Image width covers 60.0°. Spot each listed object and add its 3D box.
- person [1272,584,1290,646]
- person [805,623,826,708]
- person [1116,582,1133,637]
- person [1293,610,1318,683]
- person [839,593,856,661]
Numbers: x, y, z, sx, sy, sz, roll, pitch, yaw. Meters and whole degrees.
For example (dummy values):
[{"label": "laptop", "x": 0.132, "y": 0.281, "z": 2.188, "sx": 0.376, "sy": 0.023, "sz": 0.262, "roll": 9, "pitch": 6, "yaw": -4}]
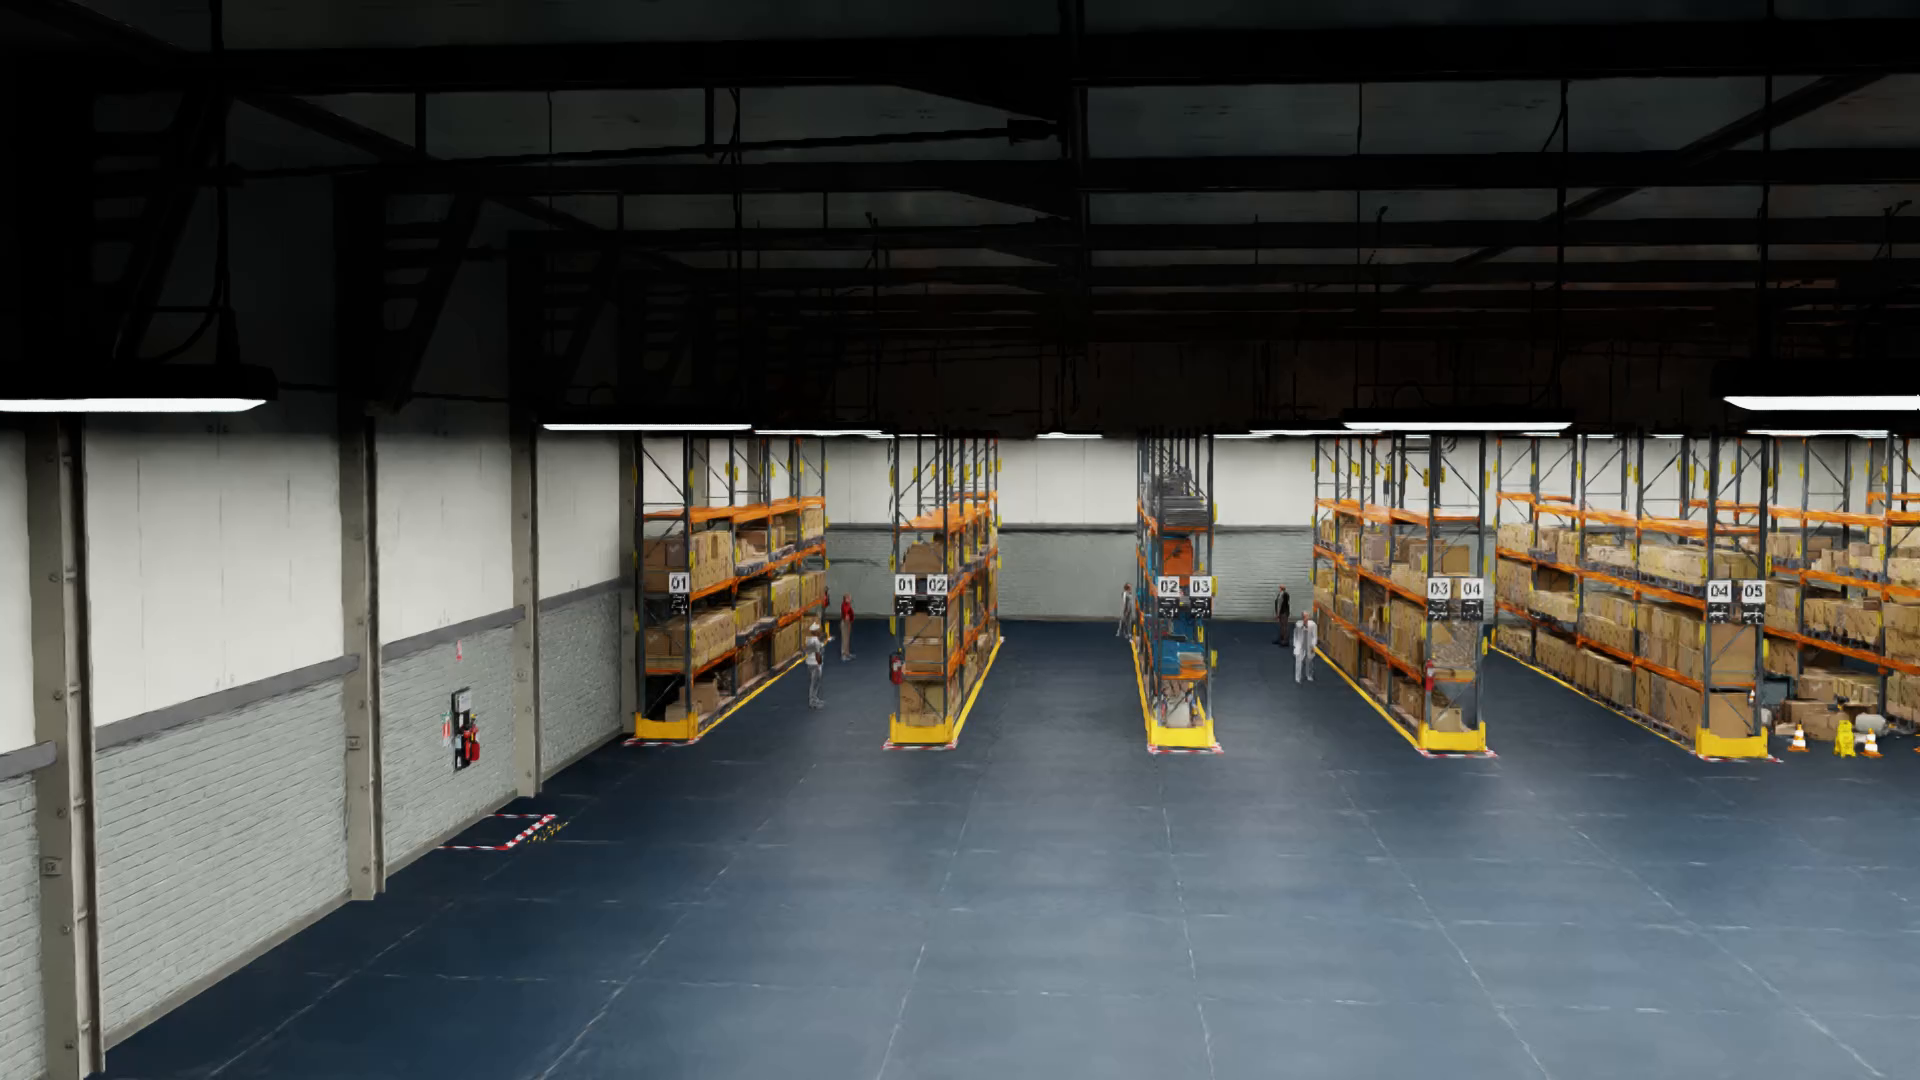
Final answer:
[{"label": "person", "x": 8.940, "y": 2.068, "z": 46.287, "sx": 0.586, "sy": 1.718, "sz": 0.639, "roll": 2, "pitch": 4, "yaw": 27}, {"label": "person", "x": -3.065, "y": 2.671, "z": 35.663, "sx": 0.461, "sy": 1.783, "sz": 0.615, "roll": -1, "pitch": 4, "yaw": -23}, {"label": "person", "x": 4.788, "y": 2.033, "z": 48.286, "sx": 0.405, "sy": 1.586, "sz": 0.586, "roll": 2, "pitch": 4, "yaw": 34}, {"label": "person", "x": 8.132, "y": 2.499, "z": 39.115, "sx": 0.573, "sy": 1.716, "sz": 1.101, "roll": 1, "pitch": 4, "yaw": 14}, {"label": "person", "x": -2.905, "y": 2.243, "z": 43.282, "sx": 0.476, "sy": 1.738, "sz": 0.623, "roll": -1, "pitch": 4, "yaw": -14}]
